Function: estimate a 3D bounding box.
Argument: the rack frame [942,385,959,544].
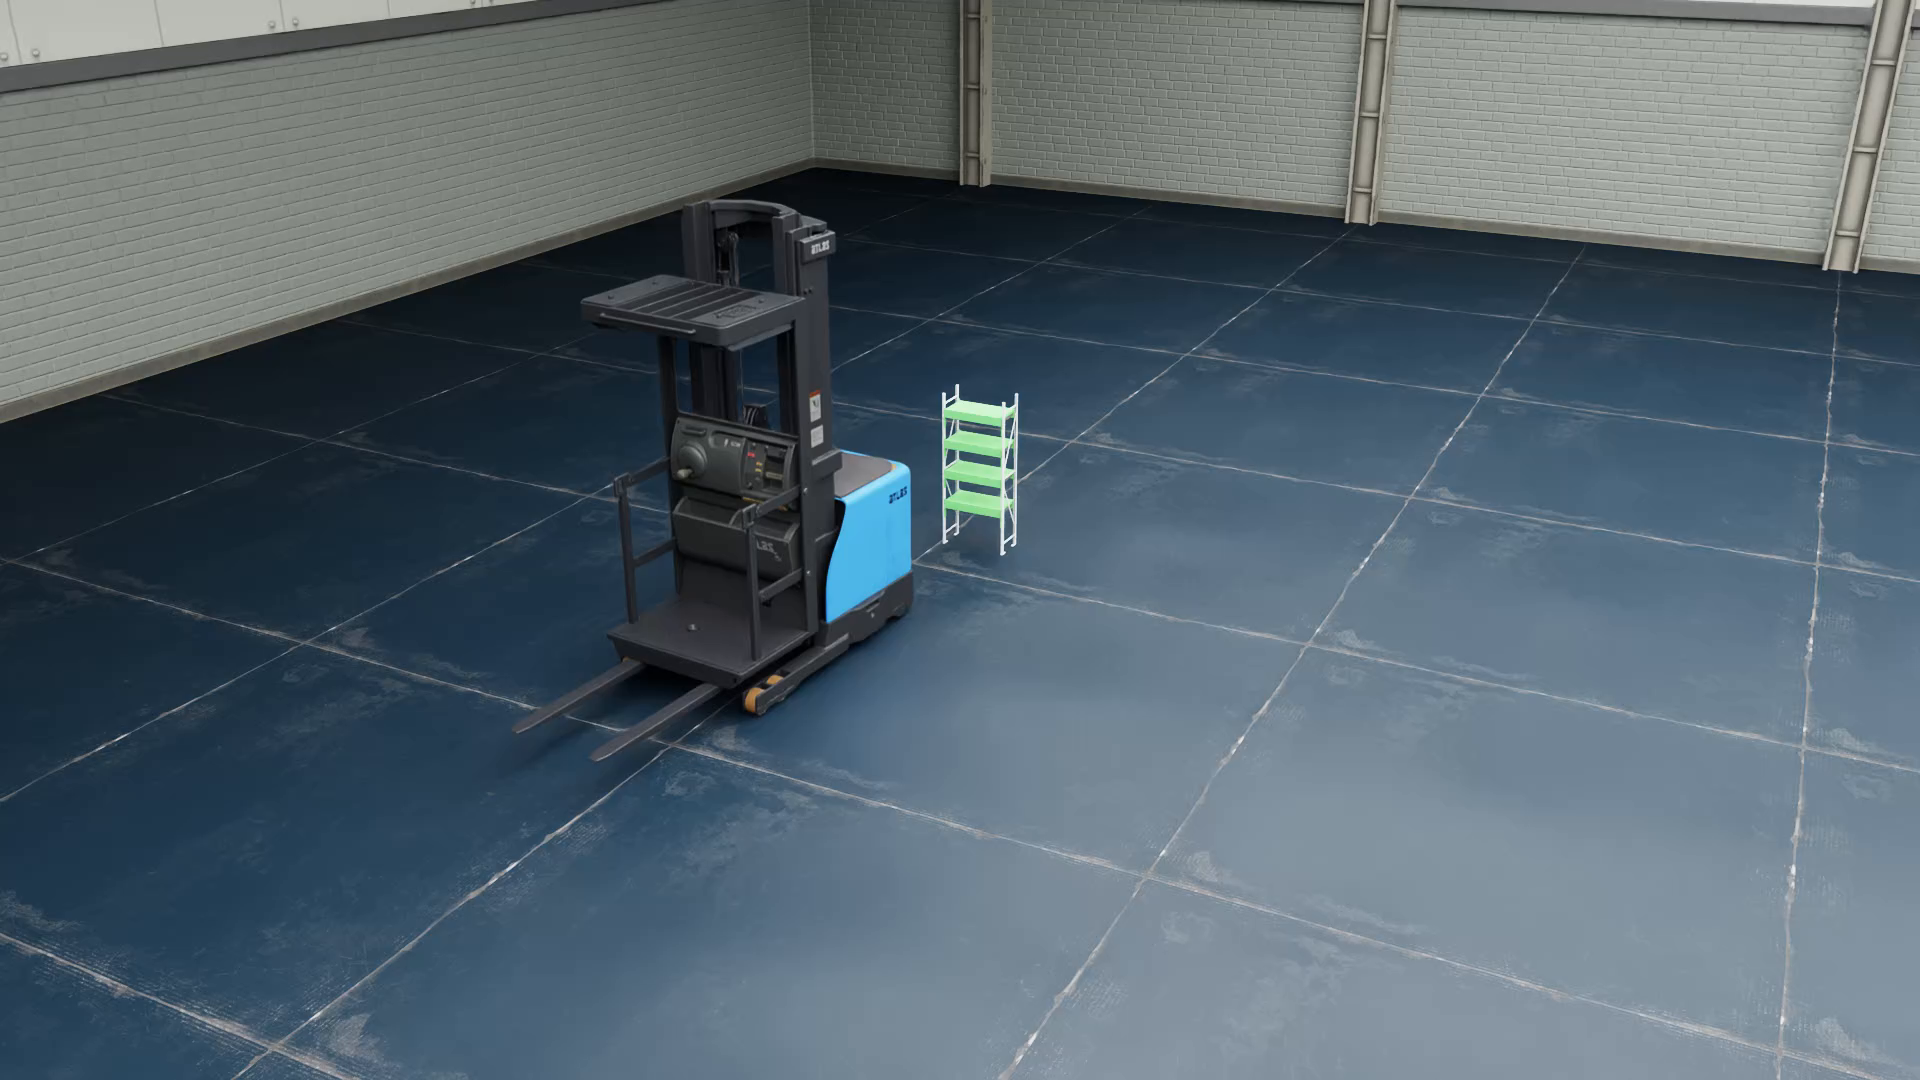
[{"bbox_3d":[-0.070,-0.566,12.548,0.015,1.200,0.240,11,25,25],"label":"rack frame"}]

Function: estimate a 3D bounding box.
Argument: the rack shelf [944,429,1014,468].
[{"bbox_3d":[0.148,-0.685,12.378,0.480,0.148,0.258,11,25,25],"label":"rack shelf"}]

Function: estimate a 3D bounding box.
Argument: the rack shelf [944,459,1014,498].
[{"bbox_3d":[0.148,-0.464,12.471,0.480,0.148,0.258,11,25,25],"label":"rack shelf"}]

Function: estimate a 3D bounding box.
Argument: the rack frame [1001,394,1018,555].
[{"bbox_3d":[0.365,-0.480,12.345,0.015,1.200,0.240,11,25,25],"label":"rack frame"}]

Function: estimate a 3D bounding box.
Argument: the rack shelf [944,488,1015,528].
[{"bbox_3d":[0.148,-0.243,12.565,0.480,0.148,0.258,11,25,25],"label":"rack shelf"}]

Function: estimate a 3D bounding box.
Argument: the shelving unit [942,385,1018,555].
[{"bbox_3d":[0.148,-0.523,12.446,0.503,1.200,0.258,11,25,25],"label":"shelving unit"}]

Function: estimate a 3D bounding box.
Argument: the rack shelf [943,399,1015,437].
[{"bbox_3d":[0.148,-0.906,12.284,0.480,0.148,0.258,11,25,25],"label":"rack shelf"}]

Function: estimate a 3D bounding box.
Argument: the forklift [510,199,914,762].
[{"bbox_3d":[-1.521,-0.481,10.136,1.130,2.935,3.031,14,27,29],"label":"forklift"}]

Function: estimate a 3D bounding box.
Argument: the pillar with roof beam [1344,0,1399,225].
[{"bbox_3d":[3.648,-7.069,17.874,0.400,9.000,9.100,11,25,25],"label":"pillar with roof beam"}]

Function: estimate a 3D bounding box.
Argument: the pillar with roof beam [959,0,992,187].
[{"bbox_3d":[-1.706,-8.129,20.365,0.400,9.000,9.100,11,25,25],"label":"pillar with roof beam"}]

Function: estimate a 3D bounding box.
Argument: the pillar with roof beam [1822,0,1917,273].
[{"bbox_3d":[9.003,-6.010,15.383,0.400,9.000,9.100,11,25,25],"label":"pillar with roof beam"}]
